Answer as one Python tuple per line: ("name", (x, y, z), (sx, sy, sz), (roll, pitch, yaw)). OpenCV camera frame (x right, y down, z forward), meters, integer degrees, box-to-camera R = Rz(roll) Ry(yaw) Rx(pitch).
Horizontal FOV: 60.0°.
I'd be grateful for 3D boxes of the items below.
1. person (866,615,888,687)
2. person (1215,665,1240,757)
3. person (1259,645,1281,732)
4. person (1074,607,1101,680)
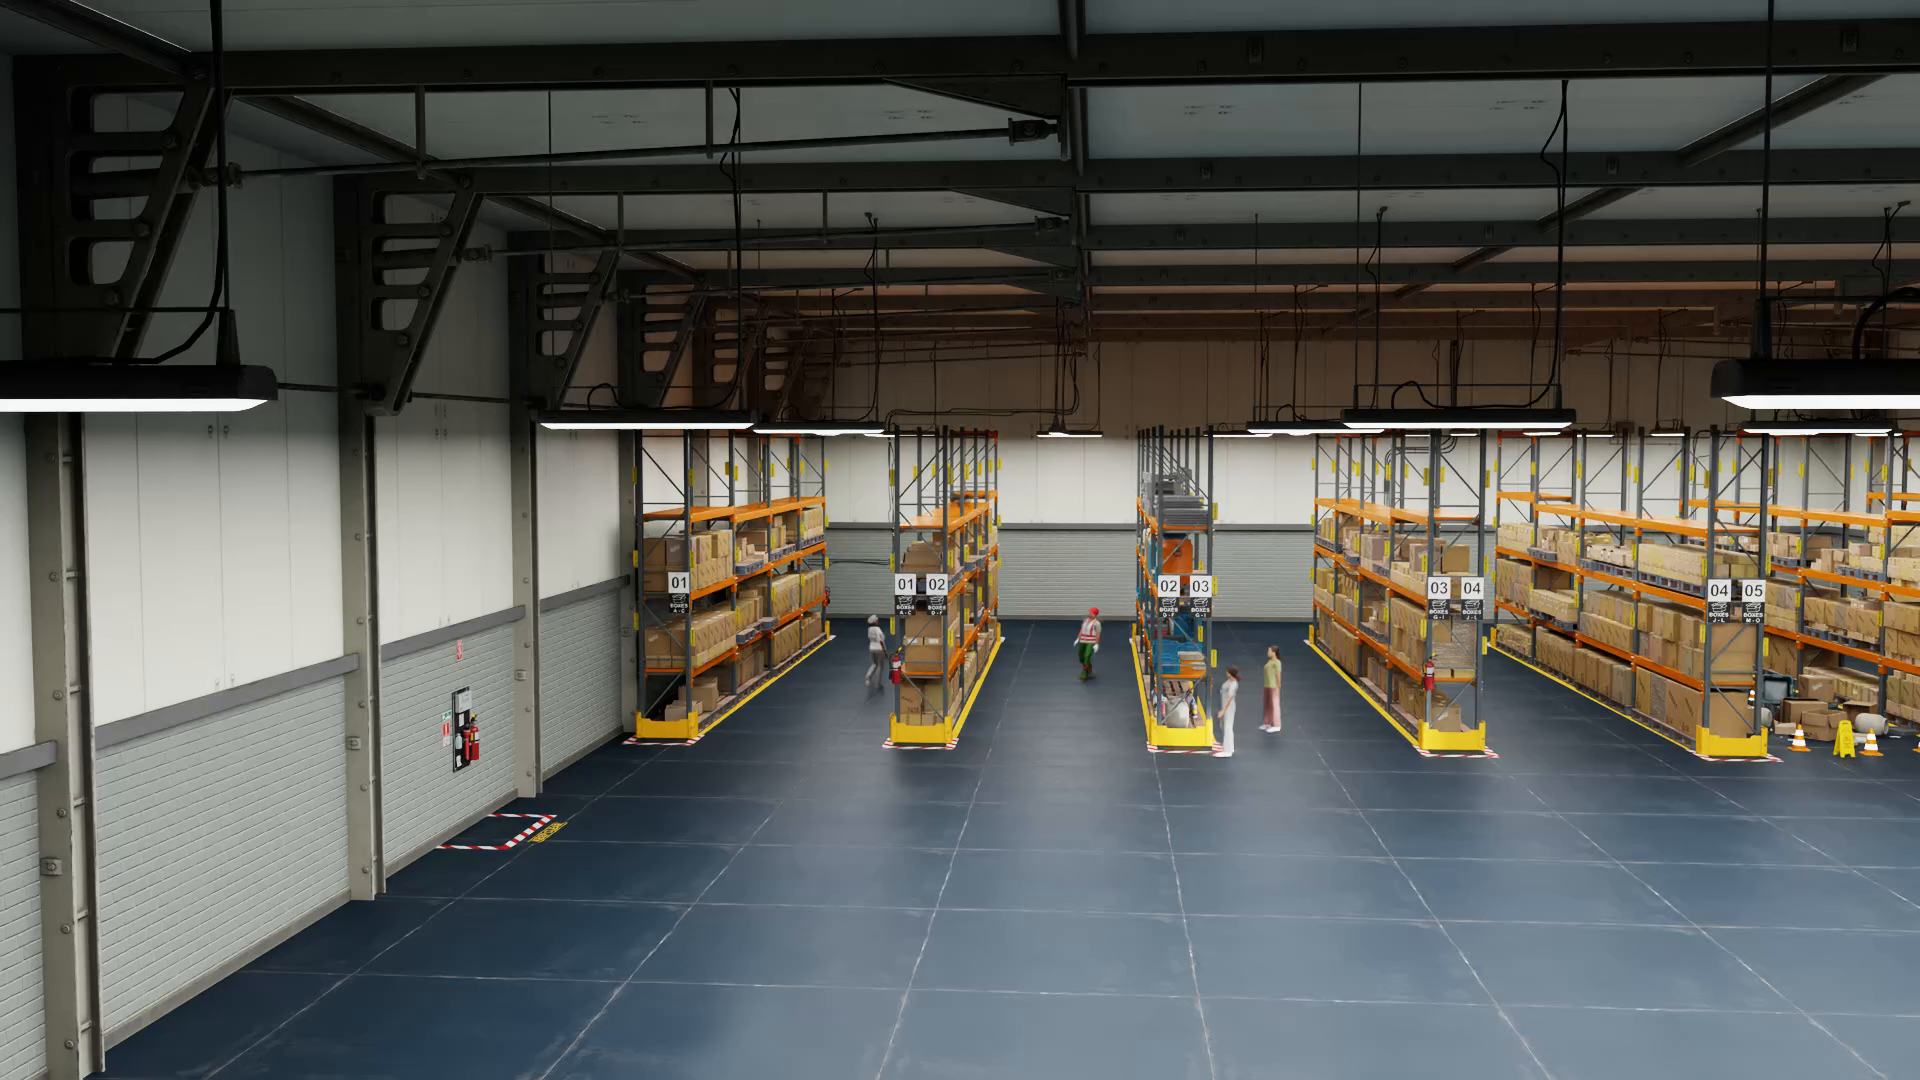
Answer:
("person", (-1.935, 2.565, 38.368), (0.458, 1.677, 0.500), (3, 4, 39))
("person", (4.830, 3.095, 30.114), (0.462, 1.697, 0.560), (0, 3, -2))
("person", (6.122, 2.912, 32.751), (0.396, 1.676, 0.490), (-2, 4, -26))
("person", (3.050, 2.467, 39.900), (0.671, 1.718, 0.941), (2, 4, 33))
